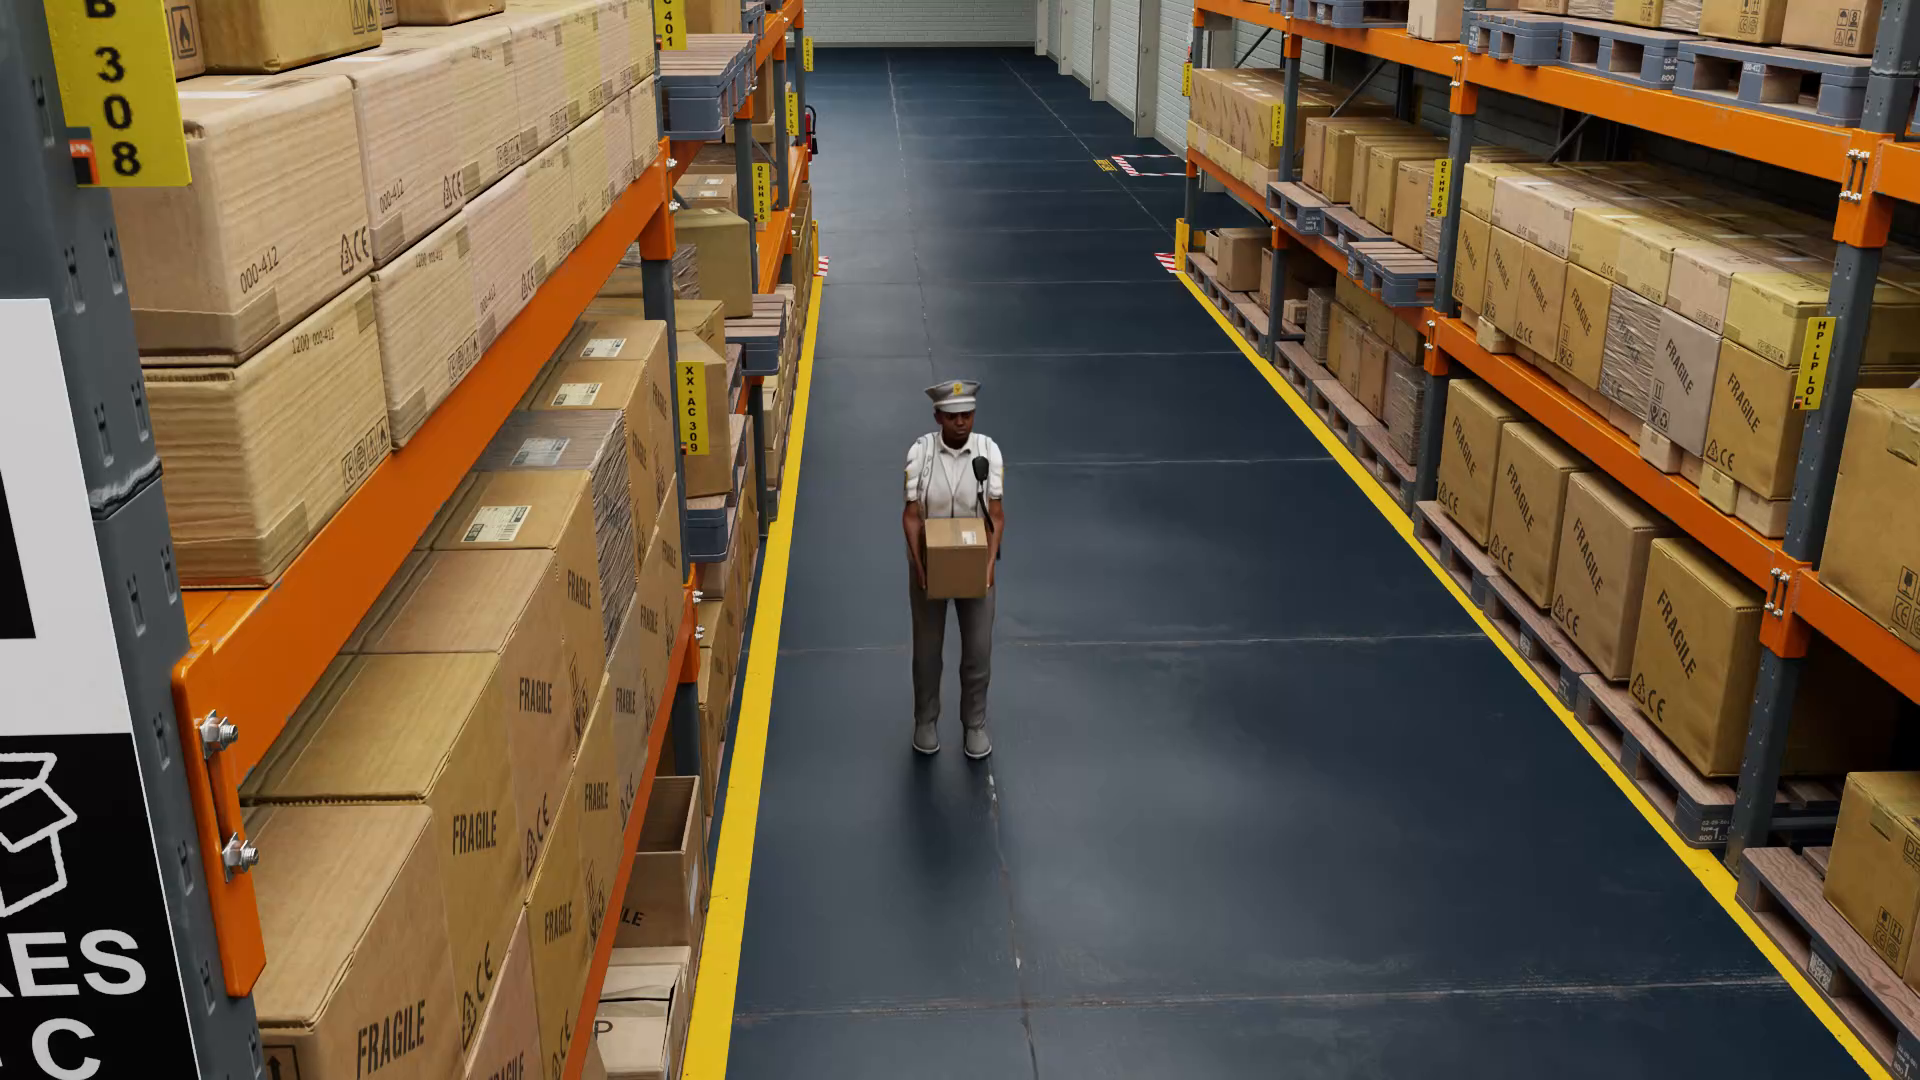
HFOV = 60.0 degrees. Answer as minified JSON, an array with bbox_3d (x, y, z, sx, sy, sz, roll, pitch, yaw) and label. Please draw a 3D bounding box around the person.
[{"bbox_3d":[-0.026,0.138,7.180,0.441,1.692,0.514,-1,21,-3],"label":"person"}]
